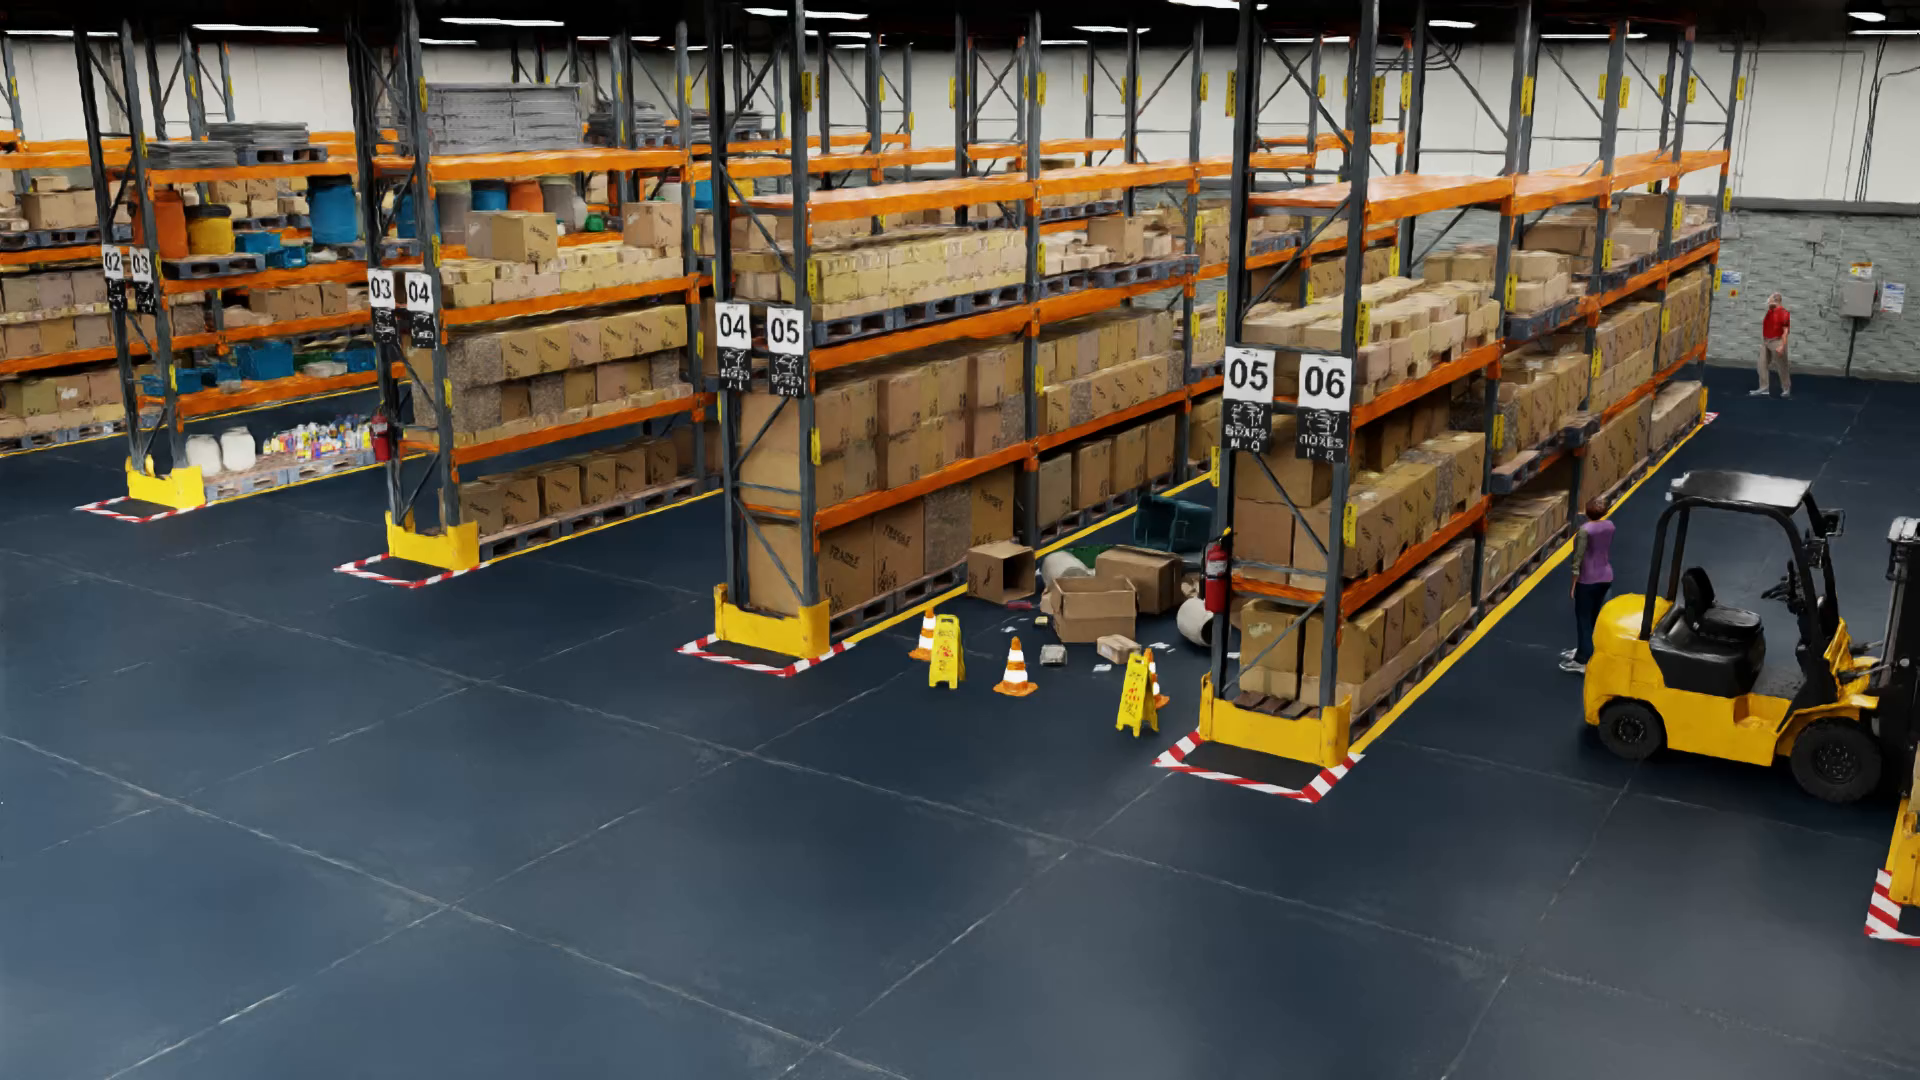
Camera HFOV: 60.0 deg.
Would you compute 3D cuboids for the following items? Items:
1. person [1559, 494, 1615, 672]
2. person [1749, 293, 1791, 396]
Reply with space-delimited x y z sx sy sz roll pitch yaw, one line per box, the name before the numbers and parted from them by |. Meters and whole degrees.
person | 5.607 0.371 14.870 0.467 1.599 0.449 -8 17 -25
person | 13.644 -3.265 27.784 0.604 1.710 0.579 -3 16 -10
